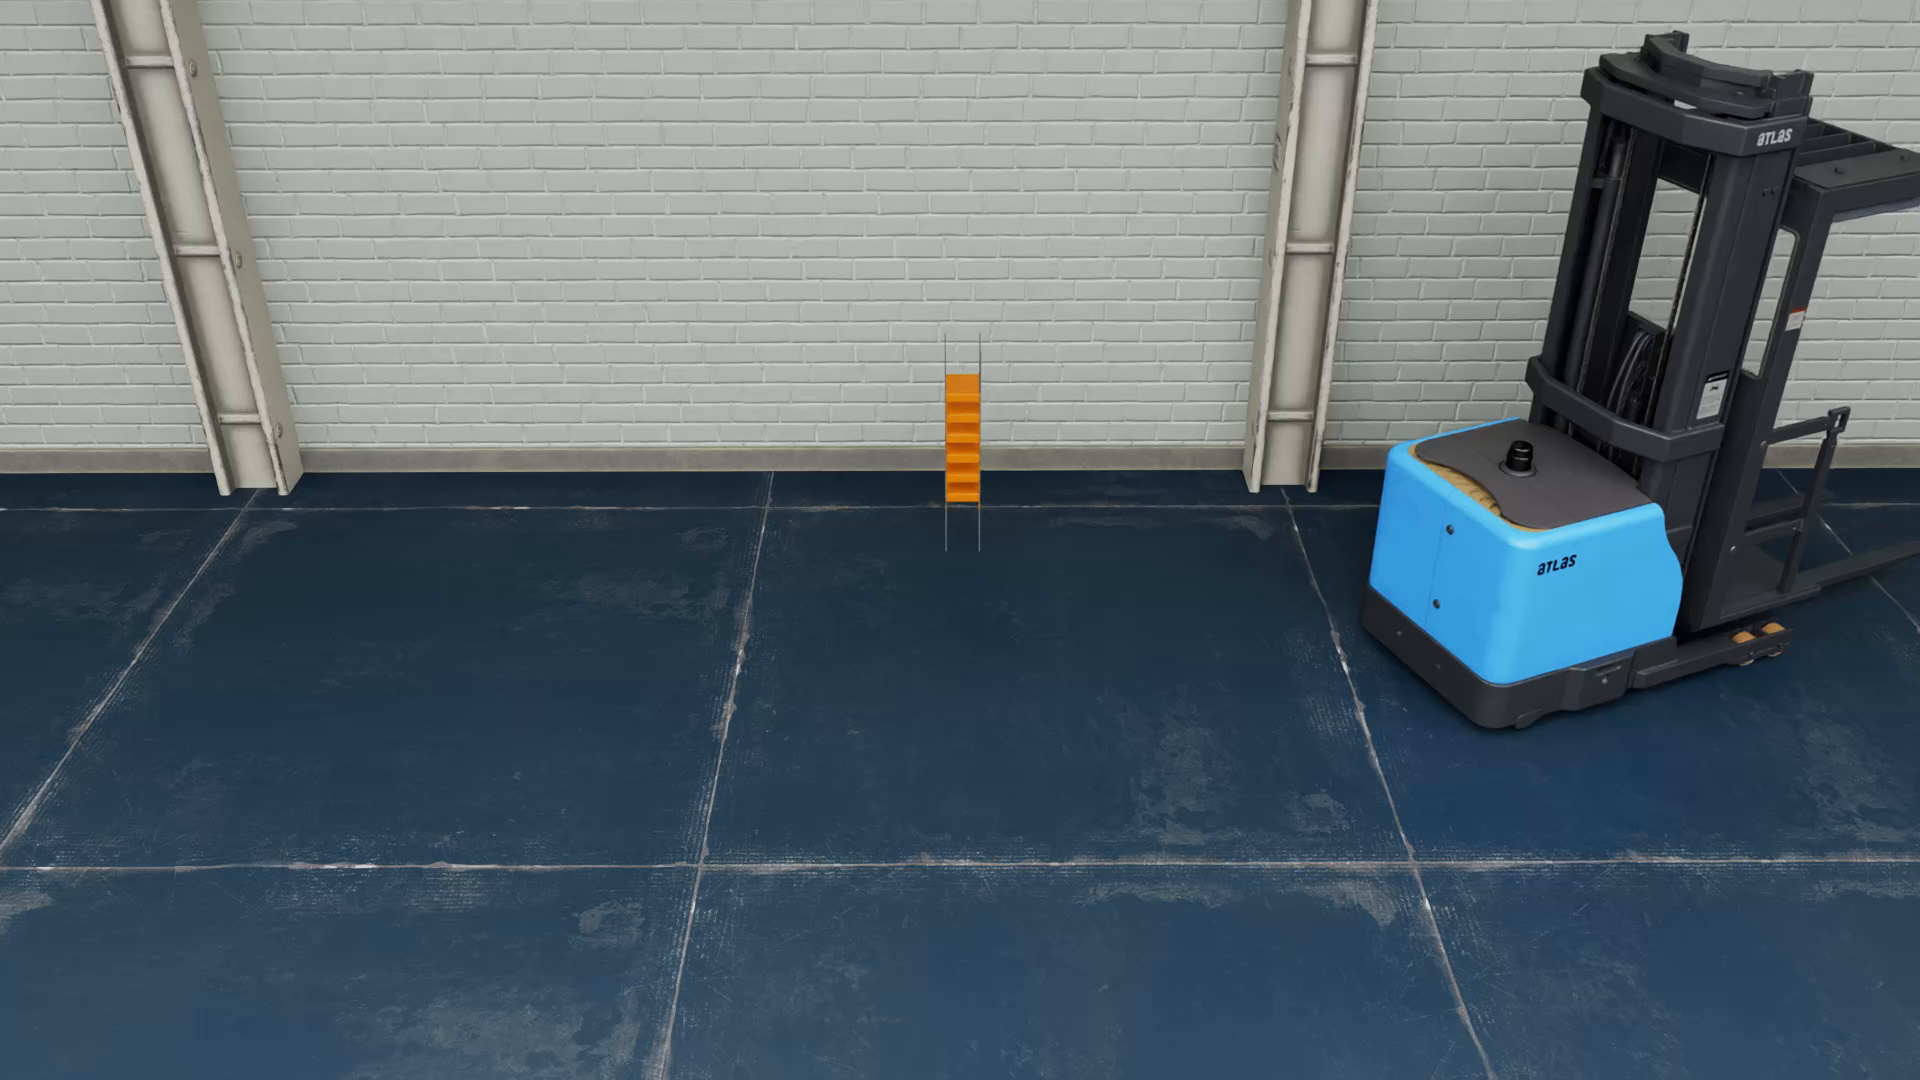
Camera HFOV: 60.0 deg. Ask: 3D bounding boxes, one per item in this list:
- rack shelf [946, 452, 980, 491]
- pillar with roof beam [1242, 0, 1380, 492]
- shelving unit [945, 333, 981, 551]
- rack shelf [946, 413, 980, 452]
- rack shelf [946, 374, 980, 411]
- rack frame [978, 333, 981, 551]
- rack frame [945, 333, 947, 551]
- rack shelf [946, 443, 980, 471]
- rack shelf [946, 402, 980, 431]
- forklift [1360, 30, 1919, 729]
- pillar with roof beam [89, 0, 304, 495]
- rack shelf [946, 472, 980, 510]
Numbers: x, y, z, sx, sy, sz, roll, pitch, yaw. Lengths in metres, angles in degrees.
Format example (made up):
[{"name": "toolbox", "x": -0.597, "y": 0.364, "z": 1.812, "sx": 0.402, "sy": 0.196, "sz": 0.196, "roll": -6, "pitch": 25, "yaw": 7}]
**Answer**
[{"name": "rack shelf", "x": 0.014, "y": -0.372, "z": 9.024, "sx": 0.180, "sy": 0.103, "sz": 0.258, "roll": 0, "pitch": 31, "yaw": 0}, {"name": "pillar with roof beam", "x": 1.915, "y": -1.974, "z": 3.828, "sx": 0.400, "sy": 9.000, "sz": 9.100, "roll": 0, "pitch": 31, "yaw": 0}, {"name": "shelving unit", "x": 0.014, "y": -0.513, "z": 8.939, "sx": 0.189, "sy": 1.200, "sz": 0.258, "roll": 0, "pitch": 31, "yaw": 0}, {"name": "rack shelf", "x": 0.014, "y": -0.578, "z": 8.900, "sx": 0.180, "sy": 0.103, "sz": 0.258, "roll": 0, "pitch": 31, "yaw": 0}, {"name": "rack shelf", "x": 0.014, "y": -0.783, "z": 8.775, "sx": 0.180, "sy": 0.103, "sz": 0.258, "roll": 0, "pitch": 31, "yaw": 0}, {"name": "rack frame", "x": 0.106, "y": -0.513, "z": 8.939, "sx": 0.006, "sy": 1.200, "sz": 0.240, "roll": 0, "pitch": 31, "yaw": 0}, {"name": "rack frame", "x": -0.077, "y": -0.513, "z": 8.938, "sx": 0.006, "sy": 1.200, "sz": 0.240, "roll": 0, "pitch": 31, "yaw": 0}, {"name": "rack shelf", "x": 0.014, "y": -0.475, "z": 8.962, "sx": 0.180, "sy": 0.103, "sz": 0.258, "roll": 0, "pitch": 31, "yaw": 0}, {"name": "rack shelf", "x": 0.014, "y": -0.680, "z": 8.837, "sx": 0.180, "sy": 0.103, "sz": 0.258, "roll": 0, "pitch": 31, "yaw": 0}, {"name": "forklift", "x": 3.590, "y": -0.869, "z": 7.857, "sx": 3.031, "sy": 2.935, "sz": 1.130, "roll": -13, "pitch": 34, "yaw": -20}, {"name": "pillar with roof beam", "x": -4.085, "y": -1.955, "z": 3.797, "sx": 0.400, "sy": 9.000, "sz": 9.100, "roll": 0, "pitch": 31, "yaw": 0}, {"name": "rack shelf", "x": 0.014, "y": -0.270, "z": 9.086, "sx": 0.180, "sy": 0.103, "sz": 0.258, "roll": 0, "pitch": 31, "yaw": 0}]
